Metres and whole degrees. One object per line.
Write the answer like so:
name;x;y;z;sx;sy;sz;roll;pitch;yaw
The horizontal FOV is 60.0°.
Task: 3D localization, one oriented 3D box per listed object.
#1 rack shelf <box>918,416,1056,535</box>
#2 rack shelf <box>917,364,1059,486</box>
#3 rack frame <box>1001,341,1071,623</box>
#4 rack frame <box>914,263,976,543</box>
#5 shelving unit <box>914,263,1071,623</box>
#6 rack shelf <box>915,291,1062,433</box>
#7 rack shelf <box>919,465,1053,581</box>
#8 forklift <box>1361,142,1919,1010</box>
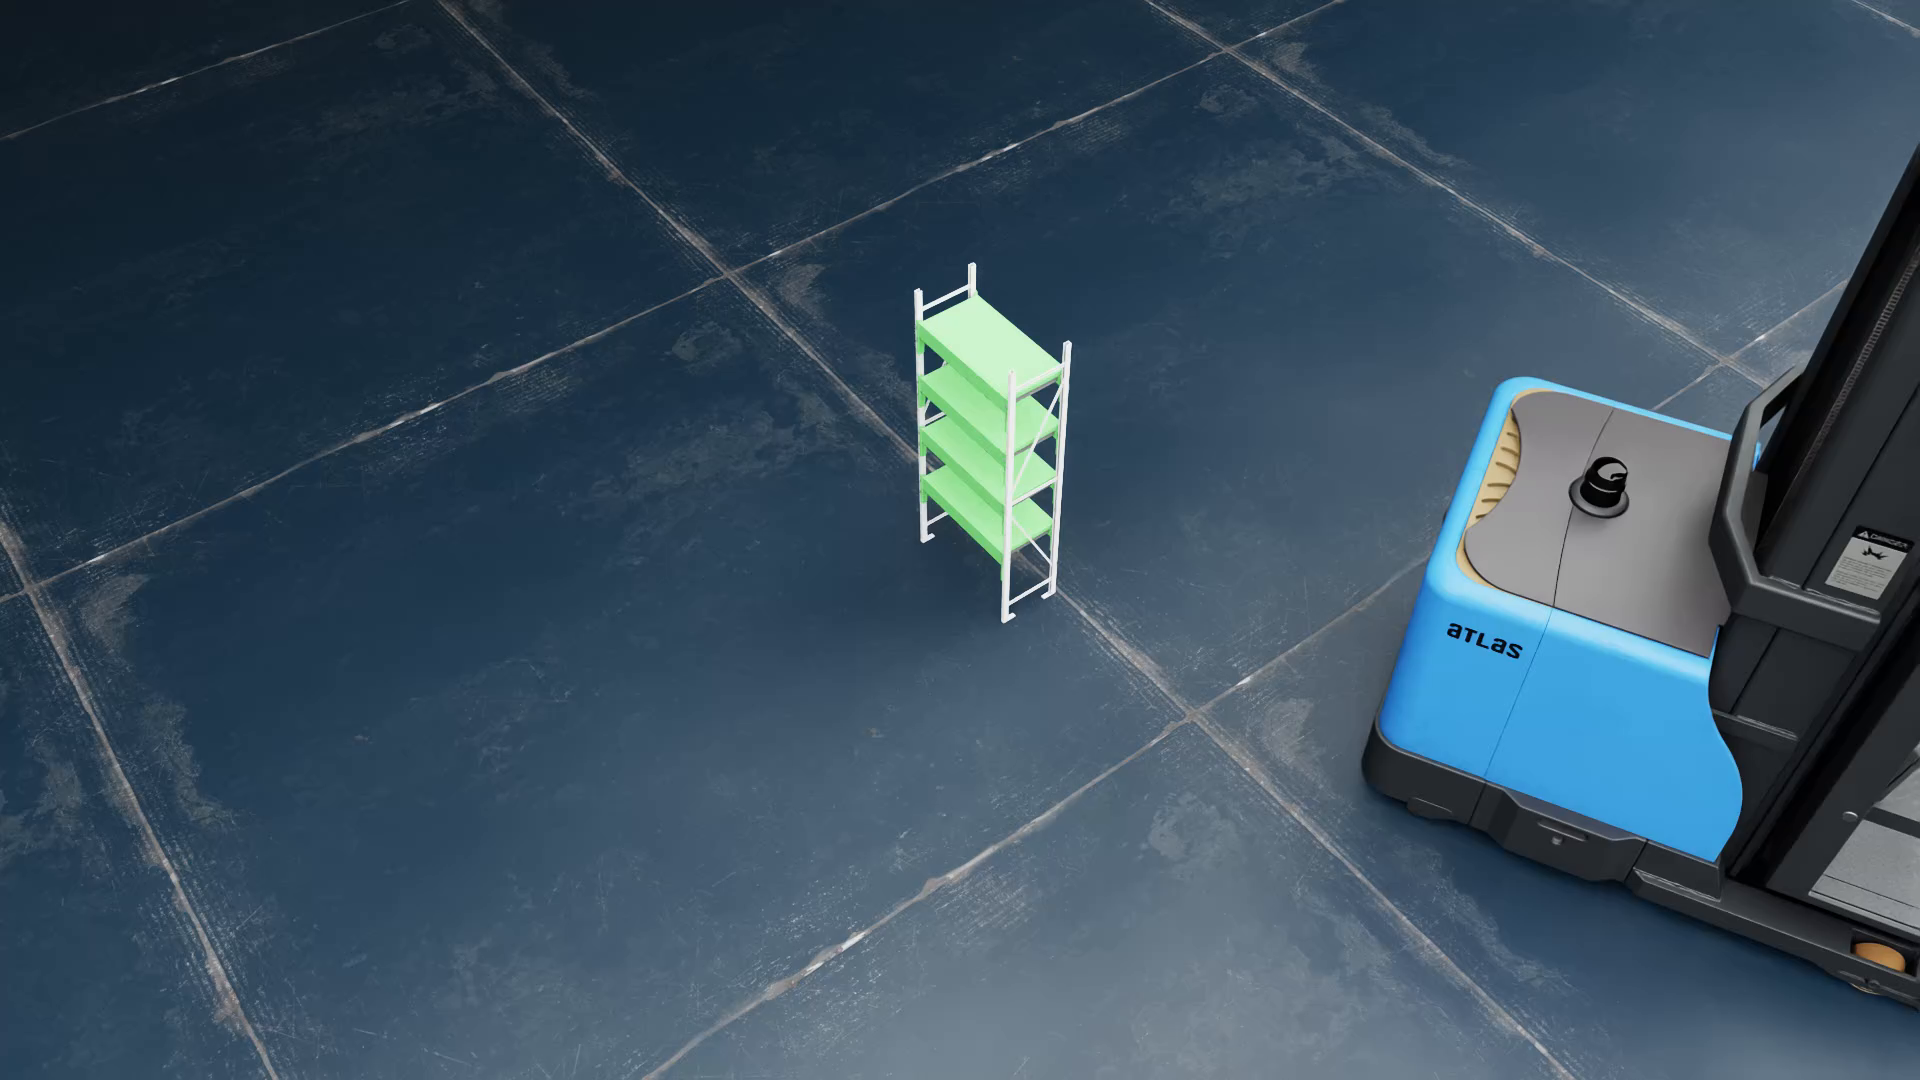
rack shelf;0.100;-0.262;5.764;0.258;0.148;0.480;-29;54;-24
rack shelf;0.100;-0.424;5.587;0.258;0.148;0.480;-29;54;-24
rack frame;0.248;-0.162;5.587;0.240;1.200;0.015;-29;54;-24
rack frame;-0.048;-0.449;5.847;0.240;1.200;0.015;-29;54;-24
shelving unit;0.100;-0.305;5.717;0.258;1.200;0.503;-29;54;-24
rack shelf;0.100;-0.585;5.409;0.258;0.148;0.480;-29;54;-24
rack shelf;0.100;-0.101;5.942;0.258;0.148;0.480;-29;54;-24
forklift;2.878;-0.010;4.281;3.031;2.935;1.130;20;51;17
